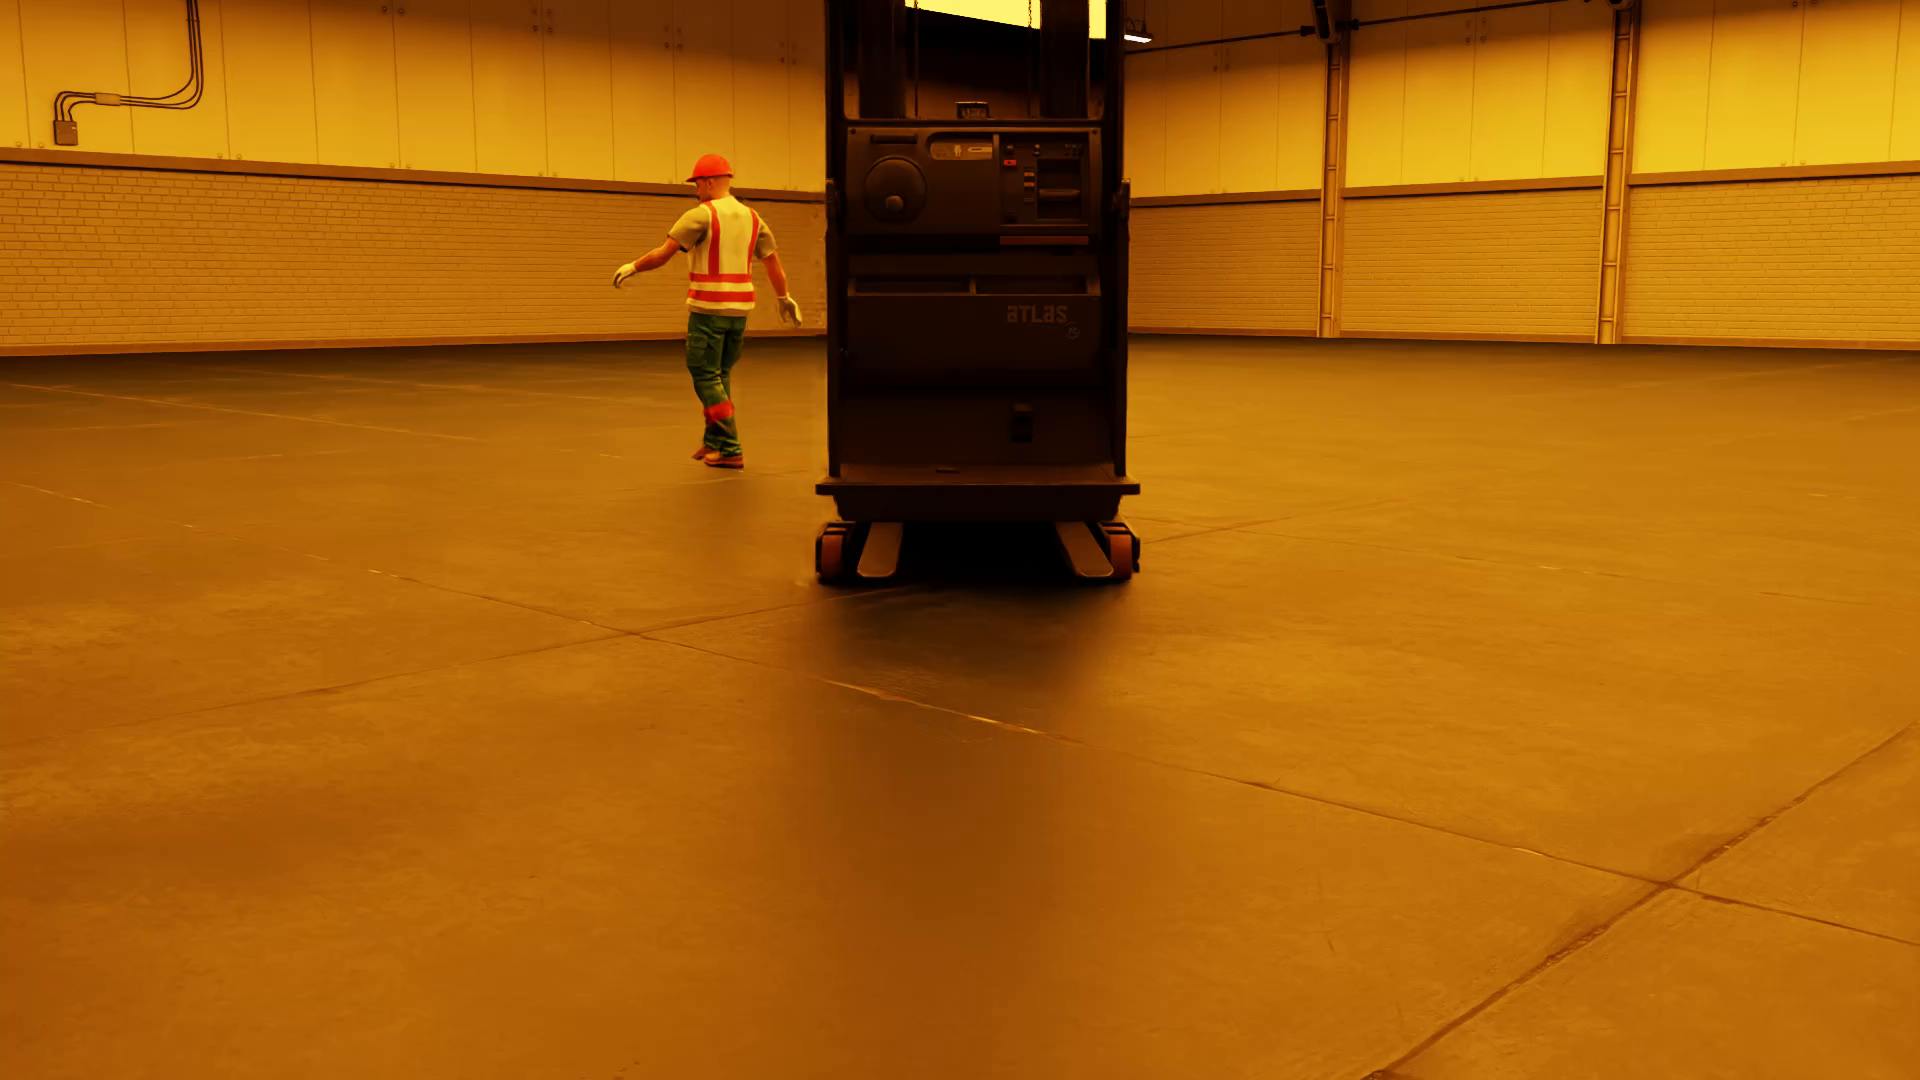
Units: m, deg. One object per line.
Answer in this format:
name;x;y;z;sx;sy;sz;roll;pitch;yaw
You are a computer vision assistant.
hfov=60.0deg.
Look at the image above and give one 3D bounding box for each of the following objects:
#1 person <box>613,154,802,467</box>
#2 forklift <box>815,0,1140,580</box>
person;-1.430;-1.308;9.598;0.698;1.781;1.031;8;12;43
forklift;0.056;-1.353;5.856;1.130;2.935;3.031;0;9;-1
